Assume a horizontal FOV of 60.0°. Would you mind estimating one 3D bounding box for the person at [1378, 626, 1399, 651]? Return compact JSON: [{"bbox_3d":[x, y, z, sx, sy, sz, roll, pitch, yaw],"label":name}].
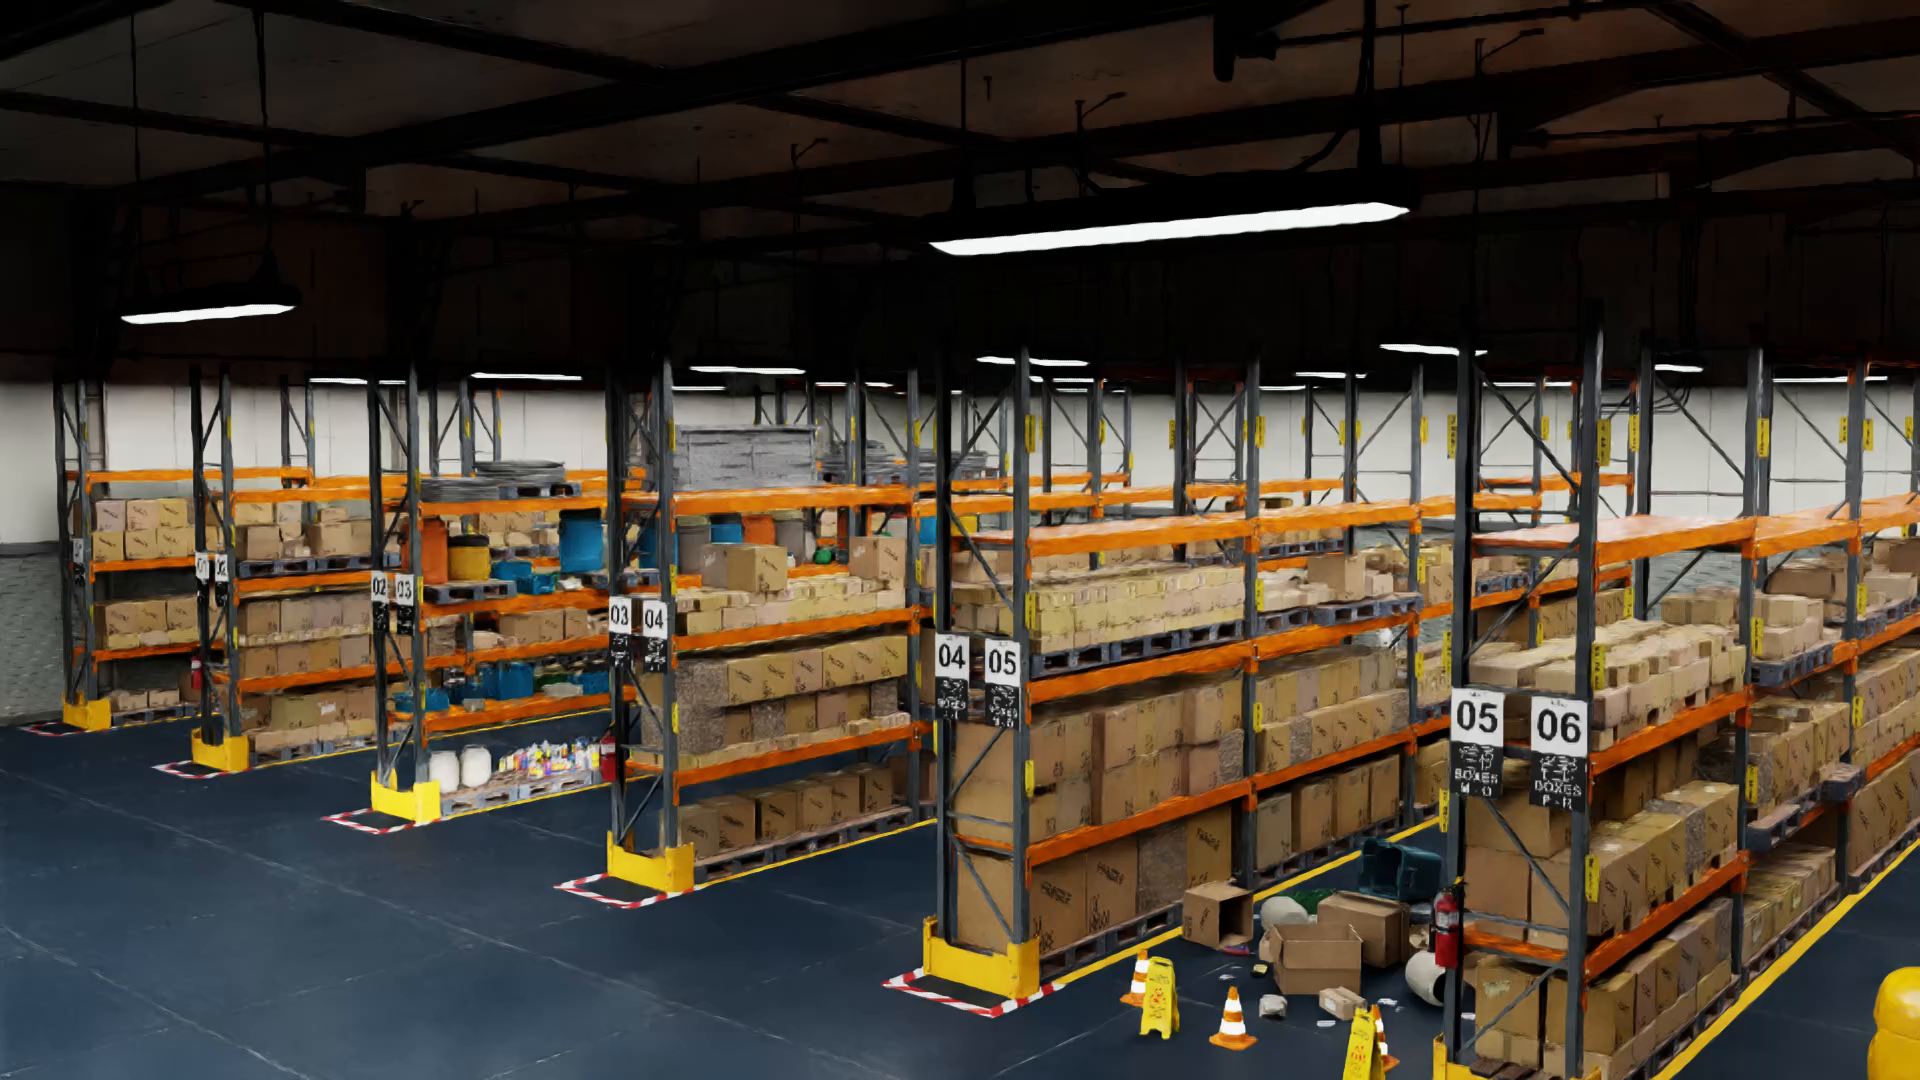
[{"bbox_3d":[7.479,2.178,29.220,0.470,1.754,0.588,1,4,11],"label":"person"}]
